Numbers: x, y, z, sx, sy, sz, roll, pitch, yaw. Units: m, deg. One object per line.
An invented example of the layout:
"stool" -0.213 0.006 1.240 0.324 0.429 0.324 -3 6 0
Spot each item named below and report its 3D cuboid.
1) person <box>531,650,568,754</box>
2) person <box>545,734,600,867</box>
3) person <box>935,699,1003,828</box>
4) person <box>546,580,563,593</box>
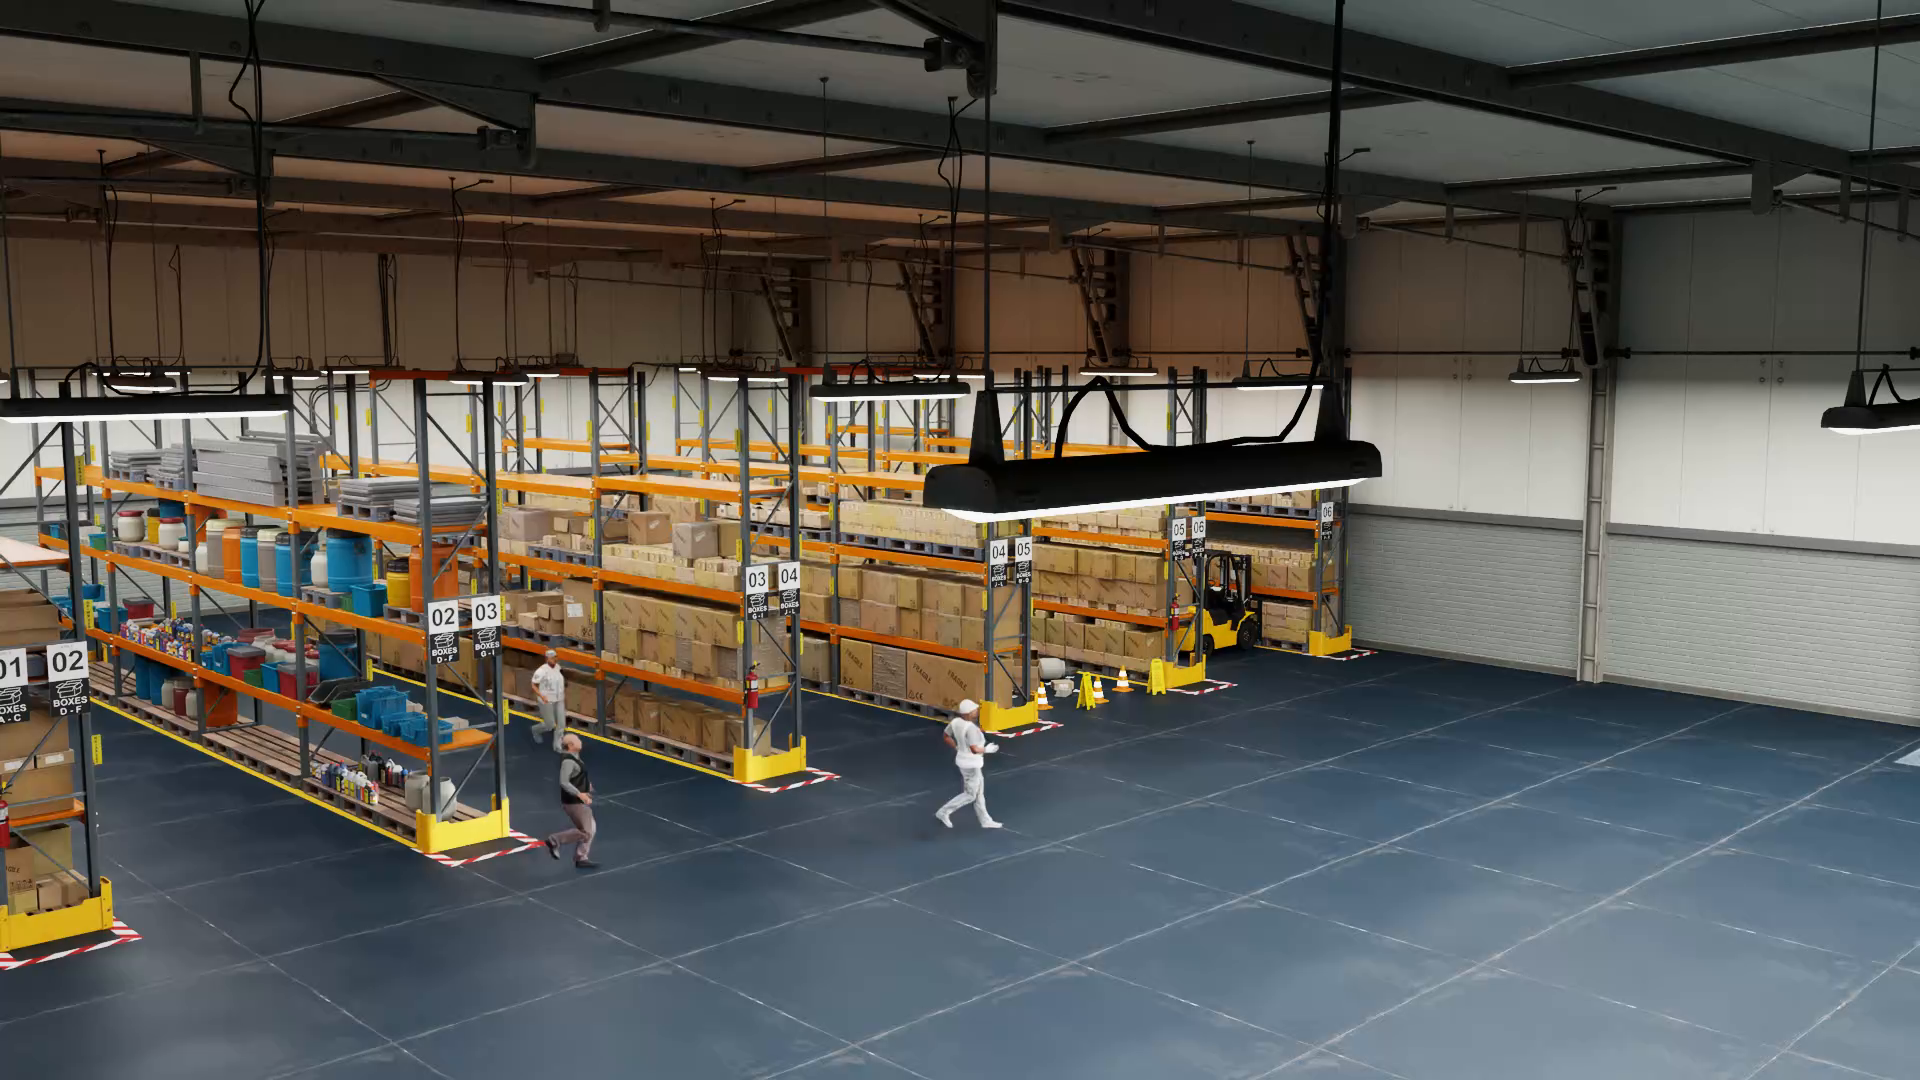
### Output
"person" -6.526 2.554 26.461 0.706 1.643 0.625 6 9 41
"person" -4.771 3.204 20.407 0.644 1.684 0.664 -1 7 -10
"person" 0.116 2.967 21.851 0.980 1.774 0.682 -2 7 -19
"person" -9.965 0.877 40.818 0.645 1.712 0.703 0 6 3
